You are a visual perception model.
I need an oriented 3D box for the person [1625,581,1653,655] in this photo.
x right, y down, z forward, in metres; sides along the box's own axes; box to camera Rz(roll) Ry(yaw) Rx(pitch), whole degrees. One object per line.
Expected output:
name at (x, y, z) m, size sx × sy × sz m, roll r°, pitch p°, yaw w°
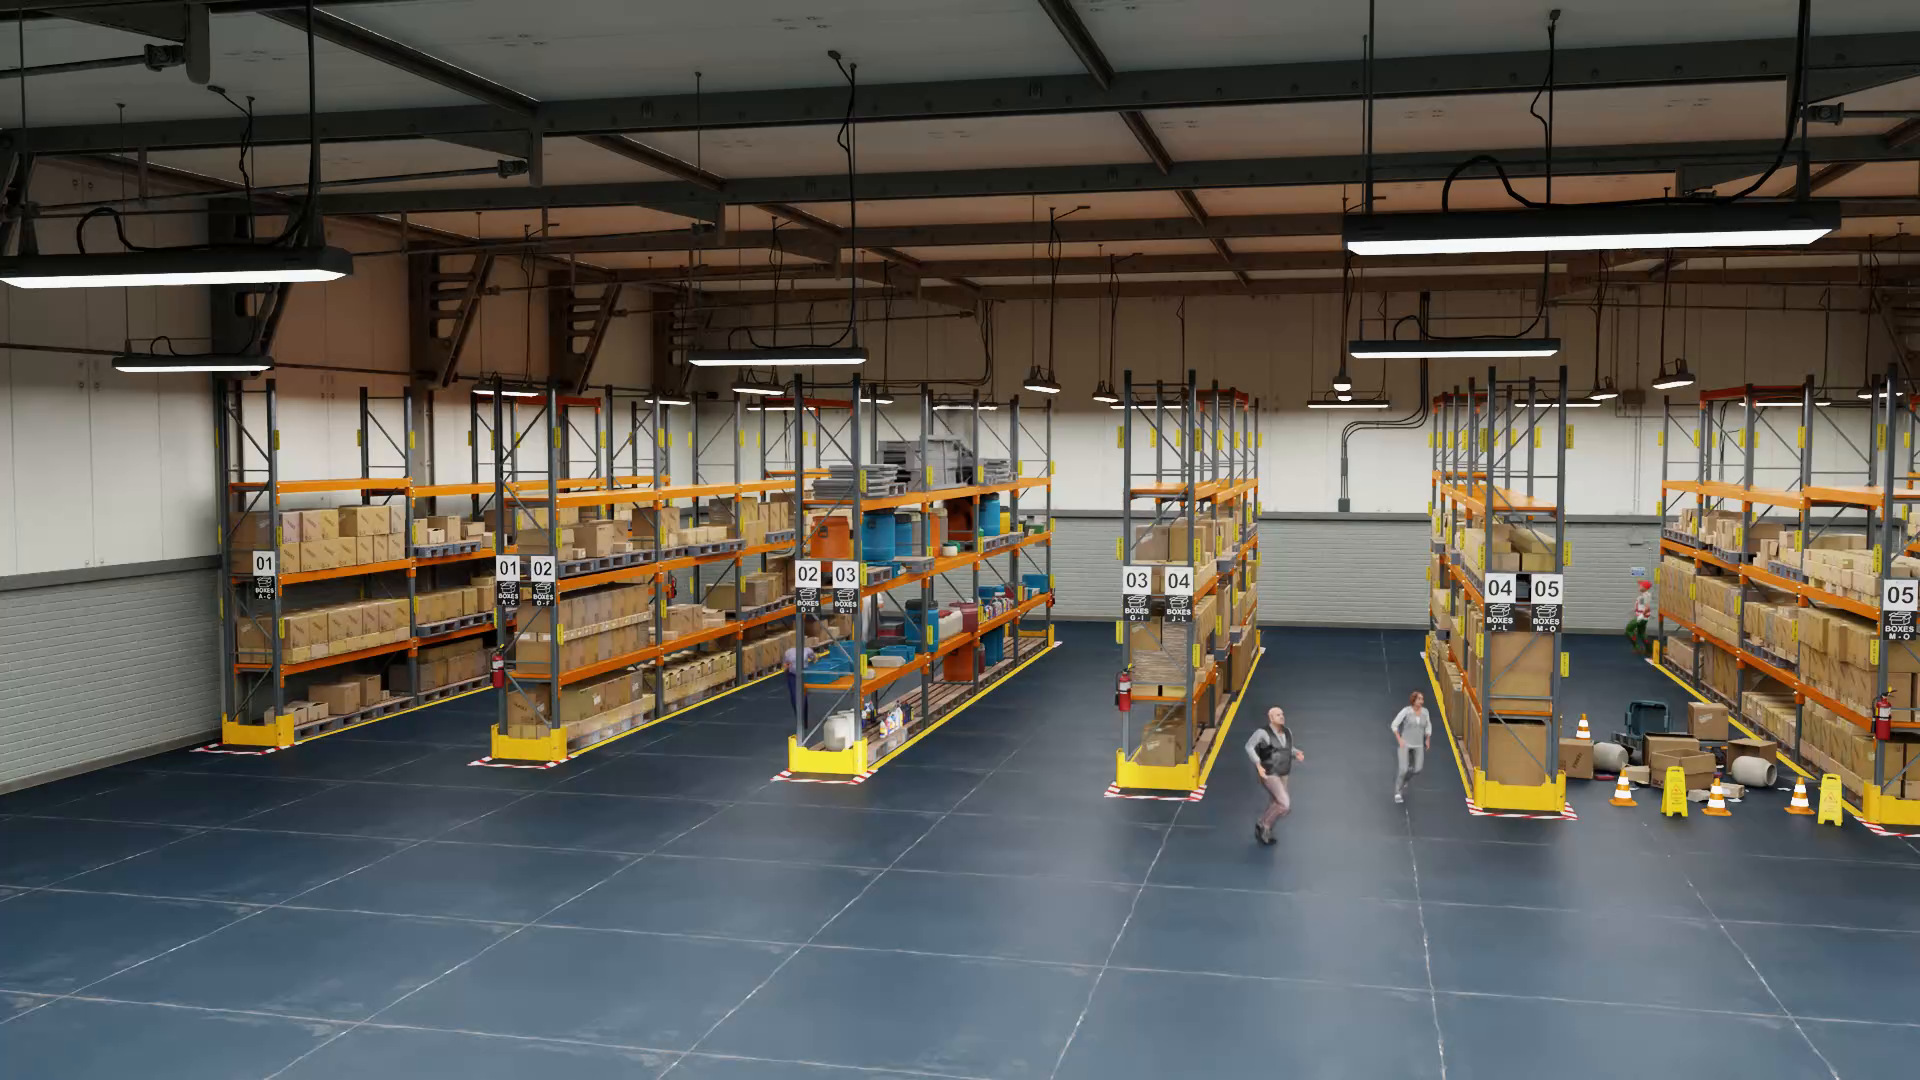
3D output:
person at (15.786, 1.818, 38.647) m, size 0.614 × 1.763 × 0.729 m, roll 3°, pitch 4°, yaw 36°

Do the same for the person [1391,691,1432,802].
person at (6.266, 2.859, 23.030) m, size 0.593 × 1.545 × 0.486 m, roll 0°, pitch 3°, yaw -2°

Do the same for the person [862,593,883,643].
person at (-1.988, 1.745, 36.748) m, size 0.608 × 1.696 × 0.920 m, roll 0°, pitch 3°, yaw 5°

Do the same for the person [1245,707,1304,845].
person at (3.929, 2.918, 20.544) m, size 0.636 × 1.699 × 0.660 m, roll -3°, pitch 4°, yaw -38°

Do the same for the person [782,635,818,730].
person at (-2.795, 2.463, 28.852) m, size 0.586 × 1.676 × 0.661 m, roll 0°, pitch 3°, yaw 5°
